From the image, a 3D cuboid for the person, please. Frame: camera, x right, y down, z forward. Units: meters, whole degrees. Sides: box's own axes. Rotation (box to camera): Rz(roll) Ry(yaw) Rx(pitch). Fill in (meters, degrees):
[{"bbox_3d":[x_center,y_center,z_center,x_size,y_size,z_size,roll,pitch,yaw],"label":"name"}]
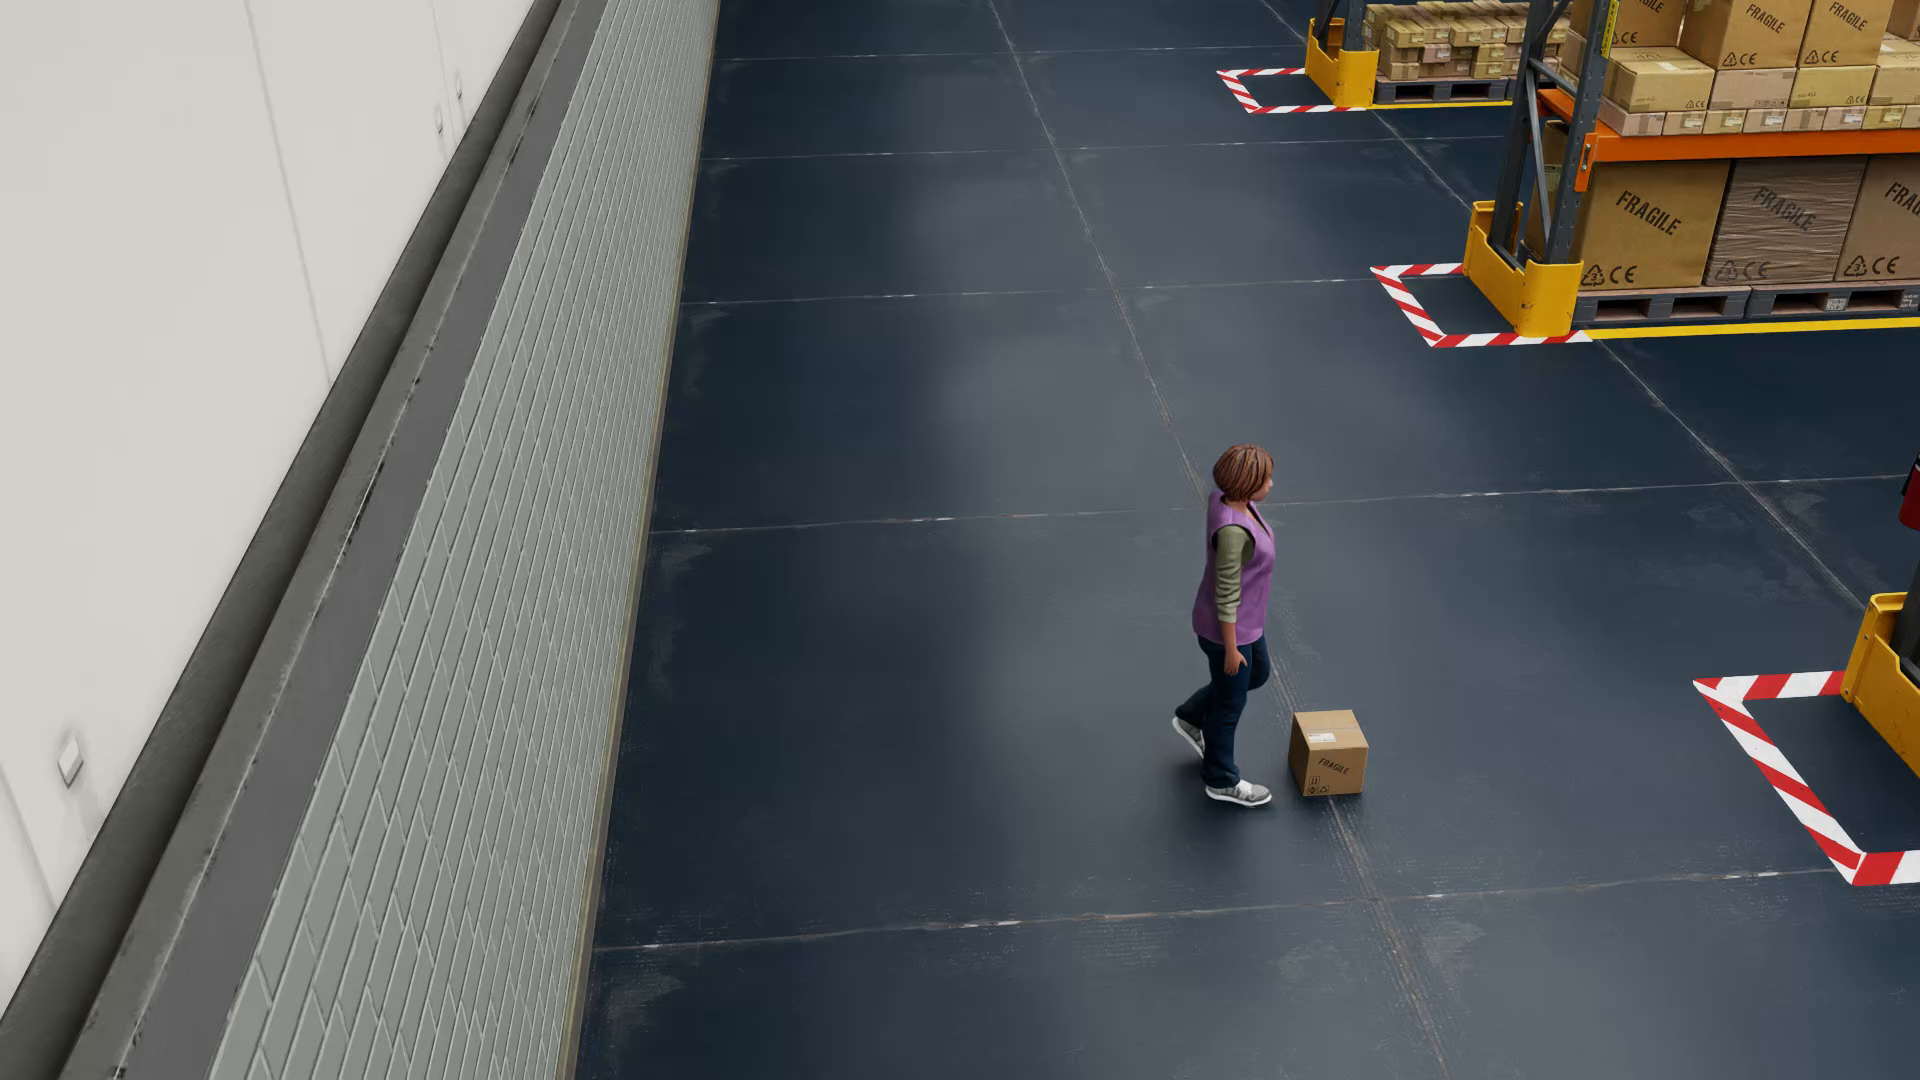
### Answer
[{"bbox_3d":[2.970,2.113,2.170,5.598,3.193,9.158,5,32,8],"label":"person"}]
